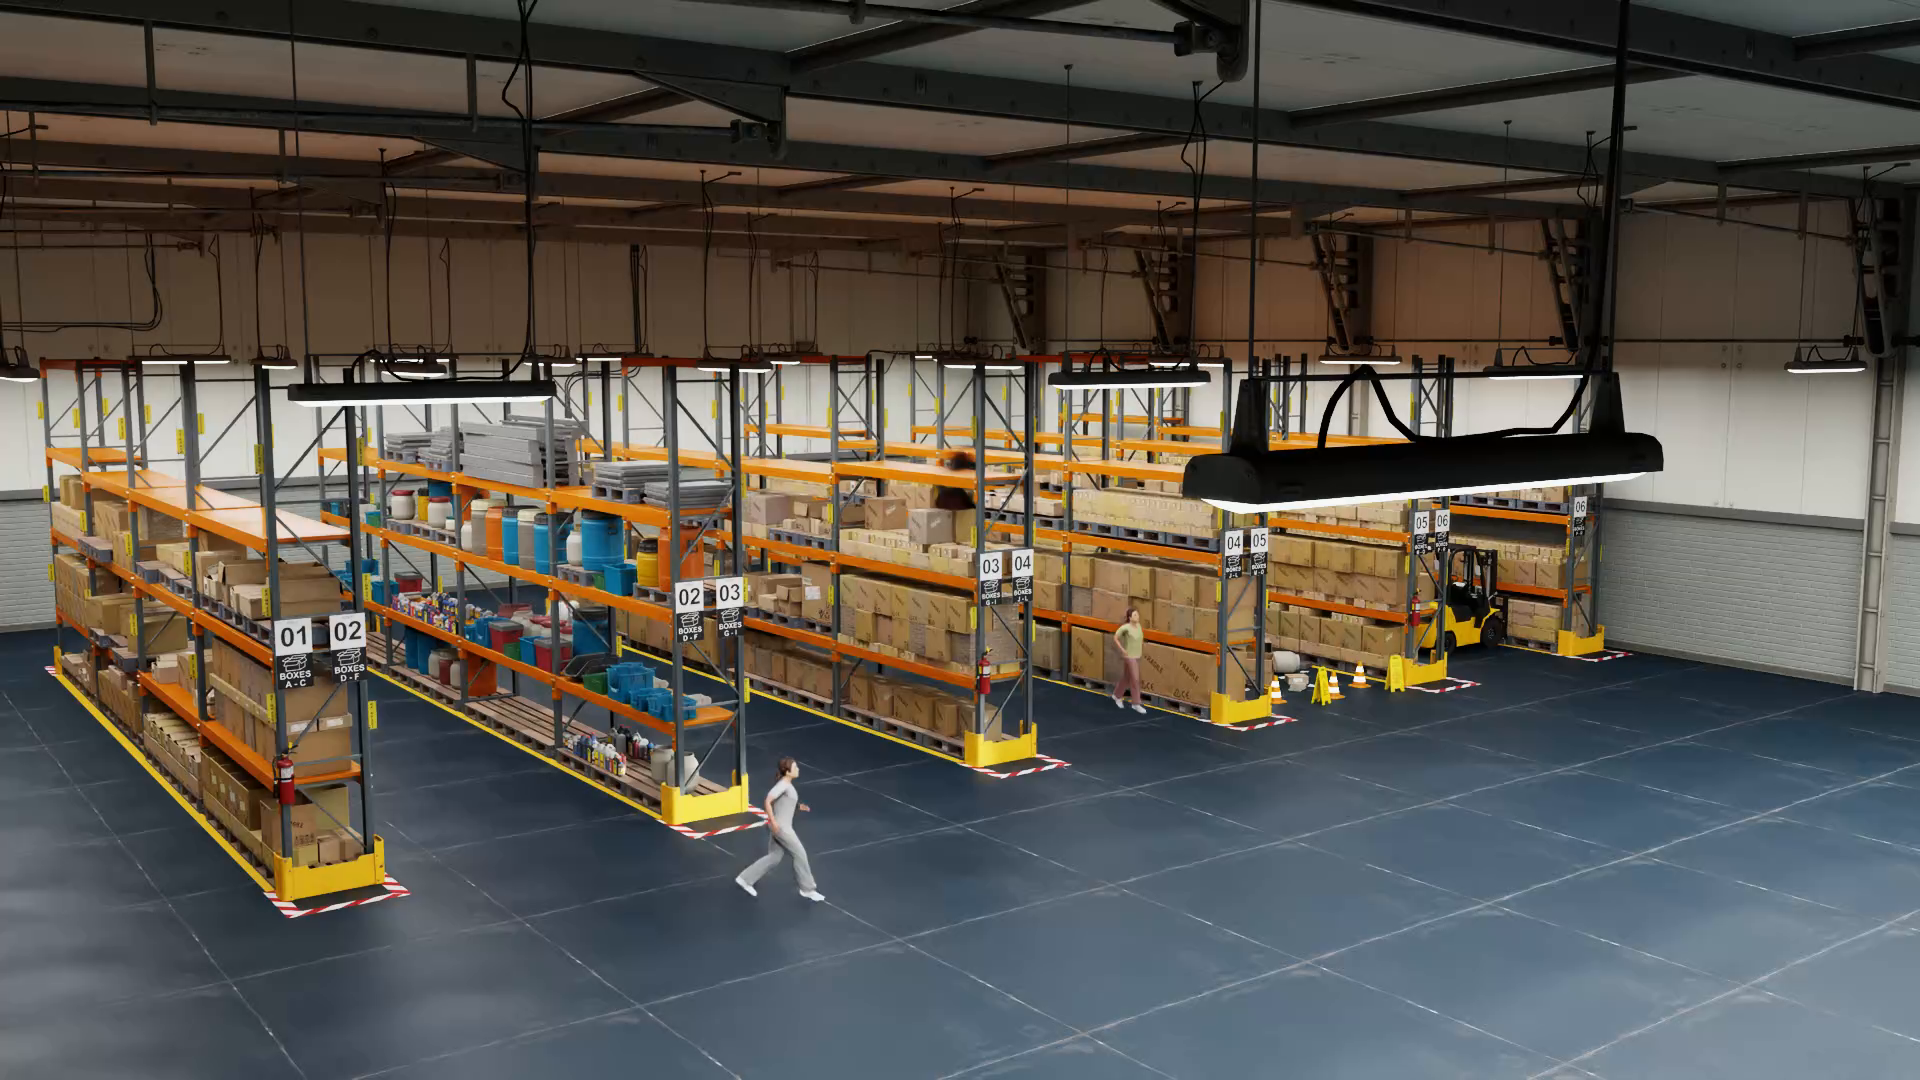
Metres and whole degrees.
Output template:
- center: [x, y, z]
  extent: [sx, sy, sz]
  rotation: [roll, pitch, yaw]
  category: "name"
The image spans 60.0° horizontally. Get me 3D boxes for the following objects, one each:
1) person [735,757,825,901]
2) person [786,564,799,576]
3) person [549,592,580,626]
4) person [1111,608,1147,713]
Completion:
- center: [-2.029, 3.268, 18.690]
  extent: [1.012, 1.674, 0.587]
  rotation: [-1, 7, -6]
  category: "person"
- center: [-4.173, 0.514, 41.858]
  extent: [0.621, 1.645, 0.658]
  rotation: [2, 7, 13]
  category: "person"
- center: [-7.286, 1.774, 30.876]
  extent: [0.724, 1.734, 0.621]
  rotation: [-6, 9, -40]
  category: "person"
- center: [2.807, 1.958, 27.377]
  extent: [0.802, 1.701, 0.566]
  rotation: [7, 10, 44]
  category: "person"
